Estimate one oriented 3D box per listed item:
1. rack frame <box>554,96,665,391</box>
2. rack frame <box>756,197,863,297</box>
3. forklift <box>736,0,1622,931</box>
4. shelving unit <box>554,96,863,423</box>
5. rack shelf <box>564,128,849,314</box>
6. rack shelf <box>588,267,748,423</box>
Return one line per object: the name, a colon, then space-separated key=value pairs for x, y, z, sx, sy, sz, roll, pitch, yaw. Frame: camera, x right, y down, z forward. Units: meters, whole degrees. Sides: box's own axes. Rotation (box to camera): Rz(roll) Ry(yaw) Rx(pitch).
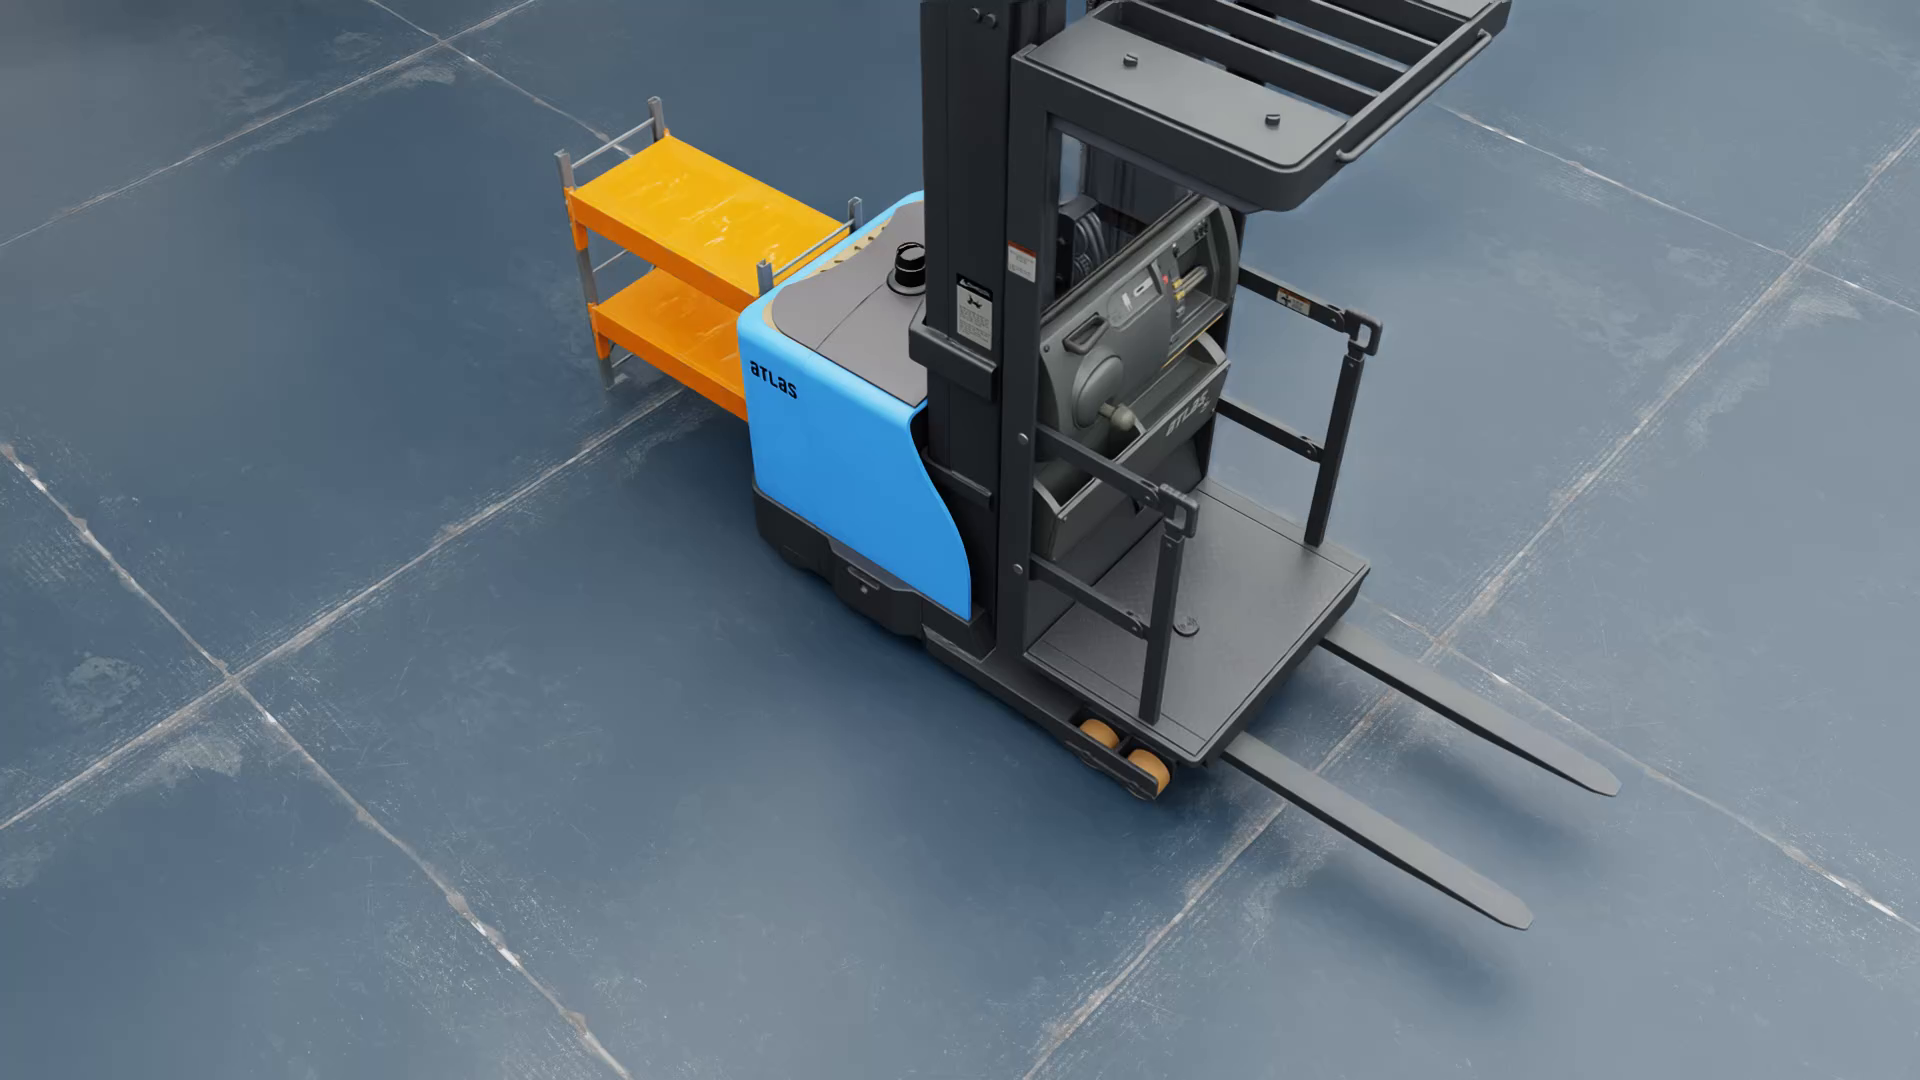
rack frame: x=-1.298 y=-1.145 z=6.553 sx=0.032 sy=1.125 sz=0.500 roll=31 pitch=54 yaw=26
rack frame: x=-0.514 y=-0.674 z=6.111 sx=0.032 sy=1.125 sz=0.500 roll=31 pitch=54 yaw=26
forklift: x=0.702 y=-0.596 z=4.799 sx=3.031 sy=2.935 sz=1.130 roll=31 pitch=54 yaw=26
shelving unit: x=-0.906 y=-0.909 z=6.332 sx=1.048 sy=1.125 sz=0.538 roll=31 pitch=54 yaw=26
rack shelf: x=-0.906 y=-1.110 z=6.119 sx=1.000 sy=0.278 sz=0.538 roll=31 pitch=54 yaw=26
rack shelf: x=-0.906 y=-0.742 z=6.510 sx=1.000 sy=0.278 sz=0.538 roll=31 pitch=54 yaw=26
